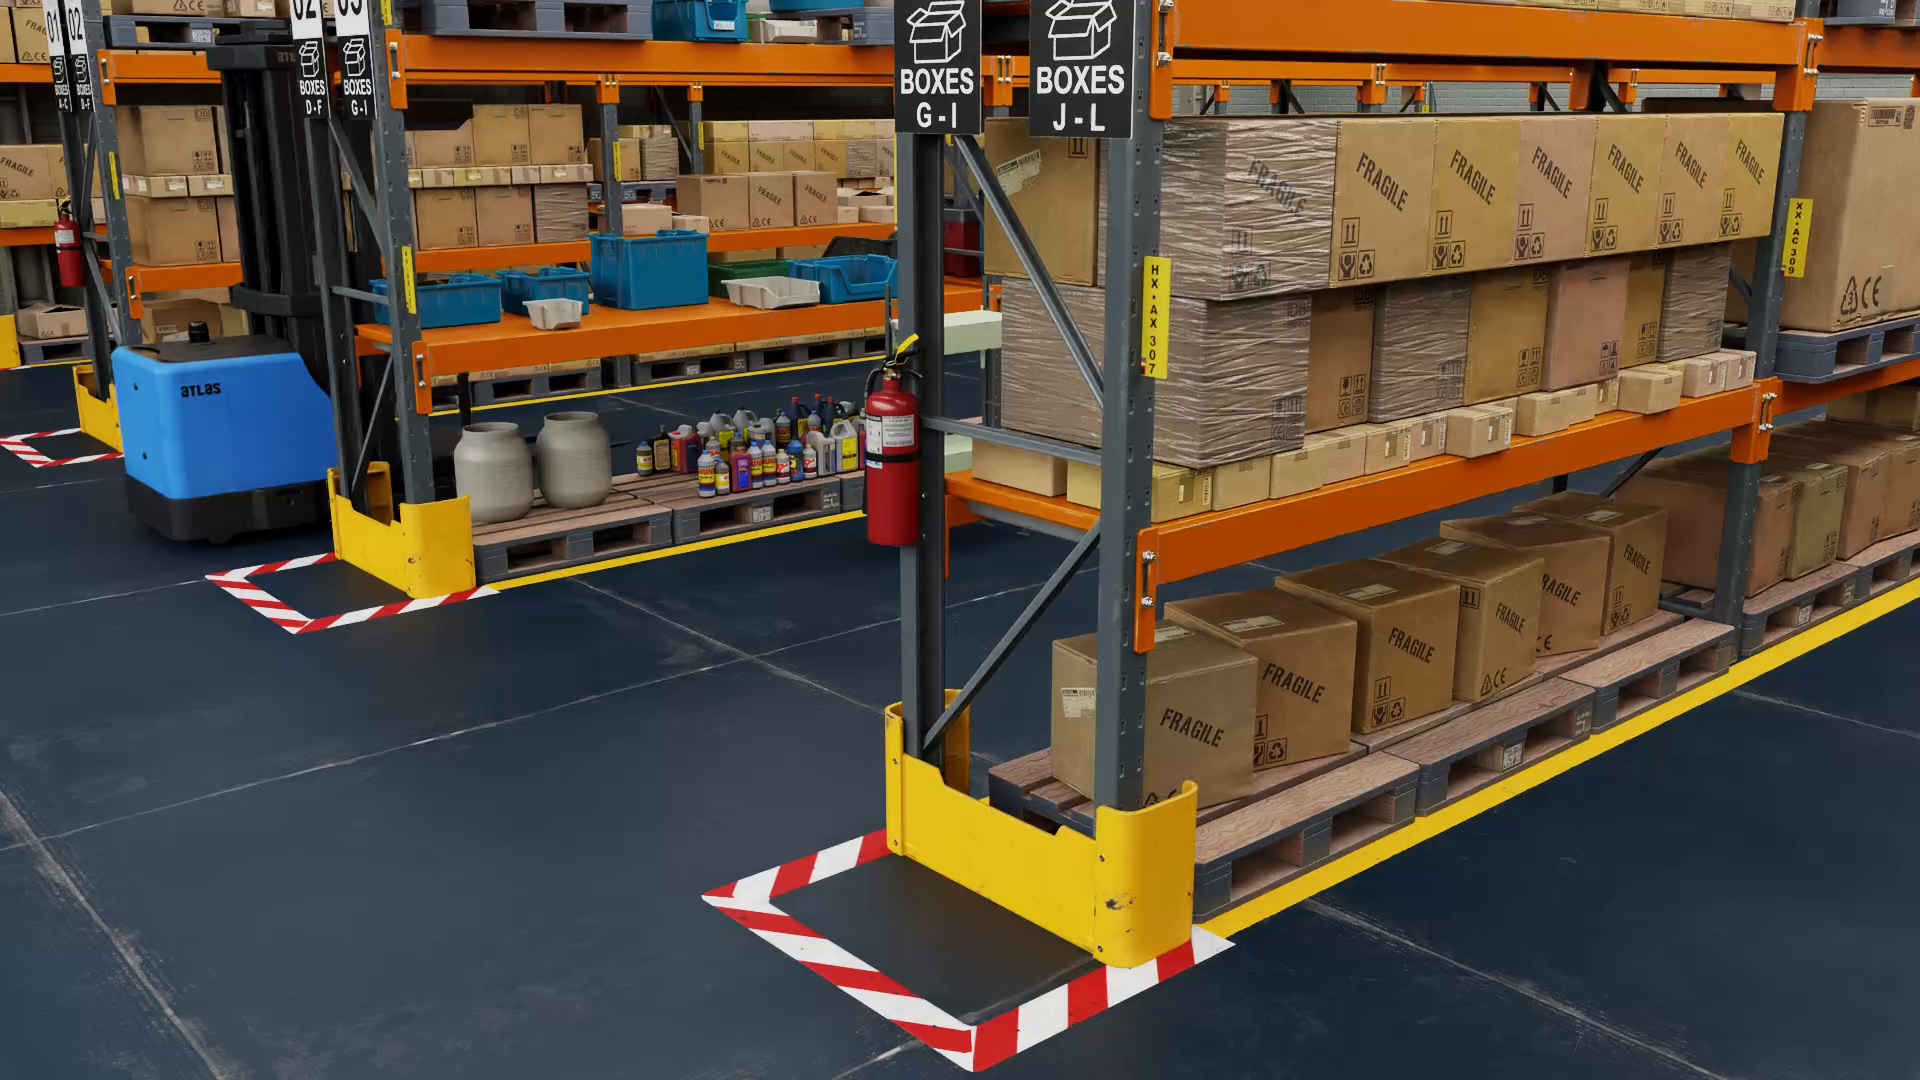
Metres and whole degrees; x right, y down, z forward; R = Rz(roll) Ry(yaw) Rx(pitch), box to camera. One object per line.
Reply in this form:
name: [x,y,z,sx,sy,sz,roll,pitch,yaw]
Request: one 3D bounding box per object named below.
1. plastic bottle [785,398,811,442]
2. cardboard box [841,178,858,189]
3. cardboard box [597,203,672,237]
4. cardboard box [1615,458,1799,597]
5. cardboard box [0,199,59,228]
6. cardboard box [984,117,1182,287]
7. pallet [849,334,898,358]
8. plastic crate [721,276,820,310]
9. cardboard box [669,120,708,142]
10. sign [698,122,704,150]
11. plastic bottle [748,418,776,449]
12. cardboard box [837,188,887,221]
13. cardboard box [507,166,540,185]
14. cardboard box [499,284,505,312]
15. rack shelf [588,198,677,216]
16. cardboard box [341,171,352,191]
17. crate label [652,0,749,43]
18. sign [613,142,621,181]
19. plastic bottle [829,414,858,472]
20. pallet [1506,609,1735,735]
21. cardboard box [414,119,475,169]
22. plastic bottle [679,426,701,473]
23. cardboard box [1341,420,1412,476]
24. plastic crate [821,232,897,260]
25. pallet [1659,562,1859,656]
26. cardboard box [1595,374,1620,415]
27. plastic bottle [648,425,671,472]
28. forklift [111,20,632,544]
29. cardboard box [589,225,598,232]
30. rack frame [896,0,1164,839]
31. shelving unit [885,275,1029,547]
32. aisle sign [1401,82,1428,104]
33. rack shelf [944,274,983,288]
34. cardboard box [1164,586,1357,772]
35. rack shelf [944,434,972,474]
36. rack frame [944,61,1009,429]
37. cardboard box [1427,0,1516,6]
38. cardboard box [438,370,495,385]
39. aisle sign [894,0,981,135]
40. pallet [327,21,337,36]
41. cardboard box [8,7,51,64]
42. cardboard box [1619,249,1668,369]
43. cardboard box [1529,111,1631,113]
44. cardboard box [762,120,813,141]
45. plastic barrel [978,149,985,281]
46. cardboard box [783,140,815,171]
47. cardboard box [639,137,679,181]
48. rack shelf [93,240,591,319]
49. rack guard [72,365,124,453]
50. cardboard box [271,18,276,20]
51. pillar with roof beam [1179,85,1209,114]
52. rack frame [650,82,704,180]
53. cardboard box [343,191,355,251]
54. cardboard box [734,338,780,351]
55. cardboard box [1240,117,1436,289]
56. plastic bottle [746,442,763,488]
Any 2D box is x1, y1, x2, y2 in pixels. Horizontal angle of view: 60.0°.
plastic bottle: [-1.083,-0.780,11.138,0.185,0.351,0.144,-14,20,-42]
cardboard box: [-1.584,-4.788,22.312,0.250,0.149,0.380,-13,20,-41]
cardboard box: [-2.966,-2.920,15.158,0.500,0.250,0.500,-11,19,-36]
cardboard box: [3.669,-0.076,8.212,0.700,0.500,0.500,14,21,43]
cardboard box: [-9.004,-3.144,15.961,0.500,0.250,0.500,-13,20,-41]
cardboard box: [0.427,-1.110,5.384,0.500,0.500,0.500,-13,19,-39]
pallet: [-0.937,-2.099,17.198,1.213,0.211,1.003,-13,19,-39]
plastic crate: [-1.118,-1.483,10.002,0.437,0.136,0.530,-13,19,-39]
cardboard box: [-3.373,-5.233,21.266,0.500,0.250,0.500,-12,19,-38]
sign: [-3.182,-4.959,20.411,0.005,0.325,0.100,-13,19,-39]
plastic bottle: [-1.288,-0.647,10.786,0.135,0.276,0.152,-13,19,-39]
cardboard box: [-1.093,-3.421,16.917,0.500,0.311,0.500,-13,20,-40]
cardboard box: [-3.757,-3.088,14.046,0.250,0.149,0.380,-13,20,-41]
cardboard box: [-3.900,-1.933,14.237,0.500,0.500,0.500,-13,19,-39]
rack shelf: [-5.054,-3.855,19.764,4.000,0.370,1.077,-13,19,-39]
cardboard box: [-4.918,-2.827,13.072,0.250,0.149,0.380,-13,20,-40]
crate label: [-1.448,-2.888,9.224,0.408,0.251,0.502,-13,19,-39]
sign: [-2.943,-3.249,14.269,0.005,0.325,0.100,-13,19,-39]
plastic bottle: [-0.745,-0.616,10.522,0.185,0.351,0.144,-13,20,-40]
pallet: [2.708,0.497,7.481,1.213,0.211,1.003,-13,19,-39]
cardboard box: [-4.397,-3.328,13.690,0.500,0.500,0.700,-13,20,-39]
plastic bottle: [-1.701,-0.571,10.486,0.133,0.283,0.061,-13,19,-39]
cardboard box: [1.314,-0.339,5.694,0.250,0.149,0.380,-13,19,-39]
plastic crate: [-0.538,-1.841,10.951,0.504,0.338,0.767,-13,19,-39]
pallet: [3.778,0.244,8.427,1.213,0.211,1.003,-13,19,-39]
cardboard box: [2.409,-0.604,6.686,0.250,0.149,0.380,-13,19,-39]
plastic bottle: [-1.903,-0.578,10.511,0.133,0.283,0.061,-12,19,-38]
forklift: [-3.619,-1.686,10.382,3.031,2.935,1.130,-12,19,-39]
cardboard box: [-4.525,-3.692,20.298,0.500,0.250,0.500,-12,19,-38]
rack frame: [0.174,-0.293,5.036,0.127,3.000,1.000,-13,19,-39]
shelving unit: [-0.005,-0.723,9.552,0.755,1.500,0.431,-13,19,-39]
aisle sign: [5.997,-6.141,21.890,0.004,0.787,0.394,-13,19,-39]
rack shelf: [1.449,-1.926,12.544,4.000,0.370,1.077,-13,19,-39]
cardboard box: [1.085,0.501,6.092,0.500,0.500,0.500,-7,17,-25]
rack shelf: [-0.005,-0.408,9.636,0.720,0.370,0.431,-13,19,-39]
rack frame: [-0.060,-1.935,11.182,0.127,3.000,1.000,-13,19,-39]
cardboard box: [1.469,-1.873,5.428,0.500,0.250,0.500,-13,20,-40]
cardboard box: [-4.266,-1.483,14.004,0.500,0.250,0.500,-13,19,-39]
aisle sign: [-0.069,-1.597,4.880,0.004,0.787,0.394,-13,19,-39]
pallet: [-4.855,-3.951,13.090,1.213,0.211,1.003,-13,19,-39]
cardboard box: [-8.735,-4.785,15.808,0.500,0.500,0.500,-11,19,-36]
cardboard box: [2.411,-1.021,6.989,0.500,0.500,0.875,-13,19,-39]
cardboard box: [2.685,-1.619,7.292,0.500,0.500,0.500,-13,19,-39]
cardboard box: [-2.254,-5.309,21.550,0.500,0.250,0.500,-12,19,-39]
plastic barrel: [0.431,-2.184,11.142,0.708,0.901,0.600,-13,19,-39]
cardboard box: [-2.235,-4.946,21.647,0.500,0.500,0.500,-13,20,-40]
cardboard box: [-3.893,-4.721,20.565,0.700,0.500,0.500,13,20,40]
rack shelf: [-4.817,-2.214,13.619,4.000,0.370,1.077,-13,19,-39]
rack guard: [-6.344,-1.011,12.565,0.348,0.500,1.175,-13,19,-39]
cardboard box: [-5.211,-4.240,13.085,0.500,0.311,0.500,-10,18,-33]
pillar with roof beam: [6.785,-8.583,24.444,0.400,9.000,9.100,-13,19,-39]
rack frame: [-3.545,-4.541,20.940,0.127,3.000,1.000,-13,19,-39]
cardboard box: [-5.194,-2.520,13.179,0.500,0.500,0.700,-12,19,-39]
cardboard box: [-2.066,-1.969,15.824,0.500,0.250,0.500,-13,20,-41]
cardboard box: [1.150,-1.092,5.317,0.500,0.500,0.500,-13,19,-39]
plastic bottle: [-1.246,-0.457,10.081,0.097,0.271,0.097,0,15,0]
